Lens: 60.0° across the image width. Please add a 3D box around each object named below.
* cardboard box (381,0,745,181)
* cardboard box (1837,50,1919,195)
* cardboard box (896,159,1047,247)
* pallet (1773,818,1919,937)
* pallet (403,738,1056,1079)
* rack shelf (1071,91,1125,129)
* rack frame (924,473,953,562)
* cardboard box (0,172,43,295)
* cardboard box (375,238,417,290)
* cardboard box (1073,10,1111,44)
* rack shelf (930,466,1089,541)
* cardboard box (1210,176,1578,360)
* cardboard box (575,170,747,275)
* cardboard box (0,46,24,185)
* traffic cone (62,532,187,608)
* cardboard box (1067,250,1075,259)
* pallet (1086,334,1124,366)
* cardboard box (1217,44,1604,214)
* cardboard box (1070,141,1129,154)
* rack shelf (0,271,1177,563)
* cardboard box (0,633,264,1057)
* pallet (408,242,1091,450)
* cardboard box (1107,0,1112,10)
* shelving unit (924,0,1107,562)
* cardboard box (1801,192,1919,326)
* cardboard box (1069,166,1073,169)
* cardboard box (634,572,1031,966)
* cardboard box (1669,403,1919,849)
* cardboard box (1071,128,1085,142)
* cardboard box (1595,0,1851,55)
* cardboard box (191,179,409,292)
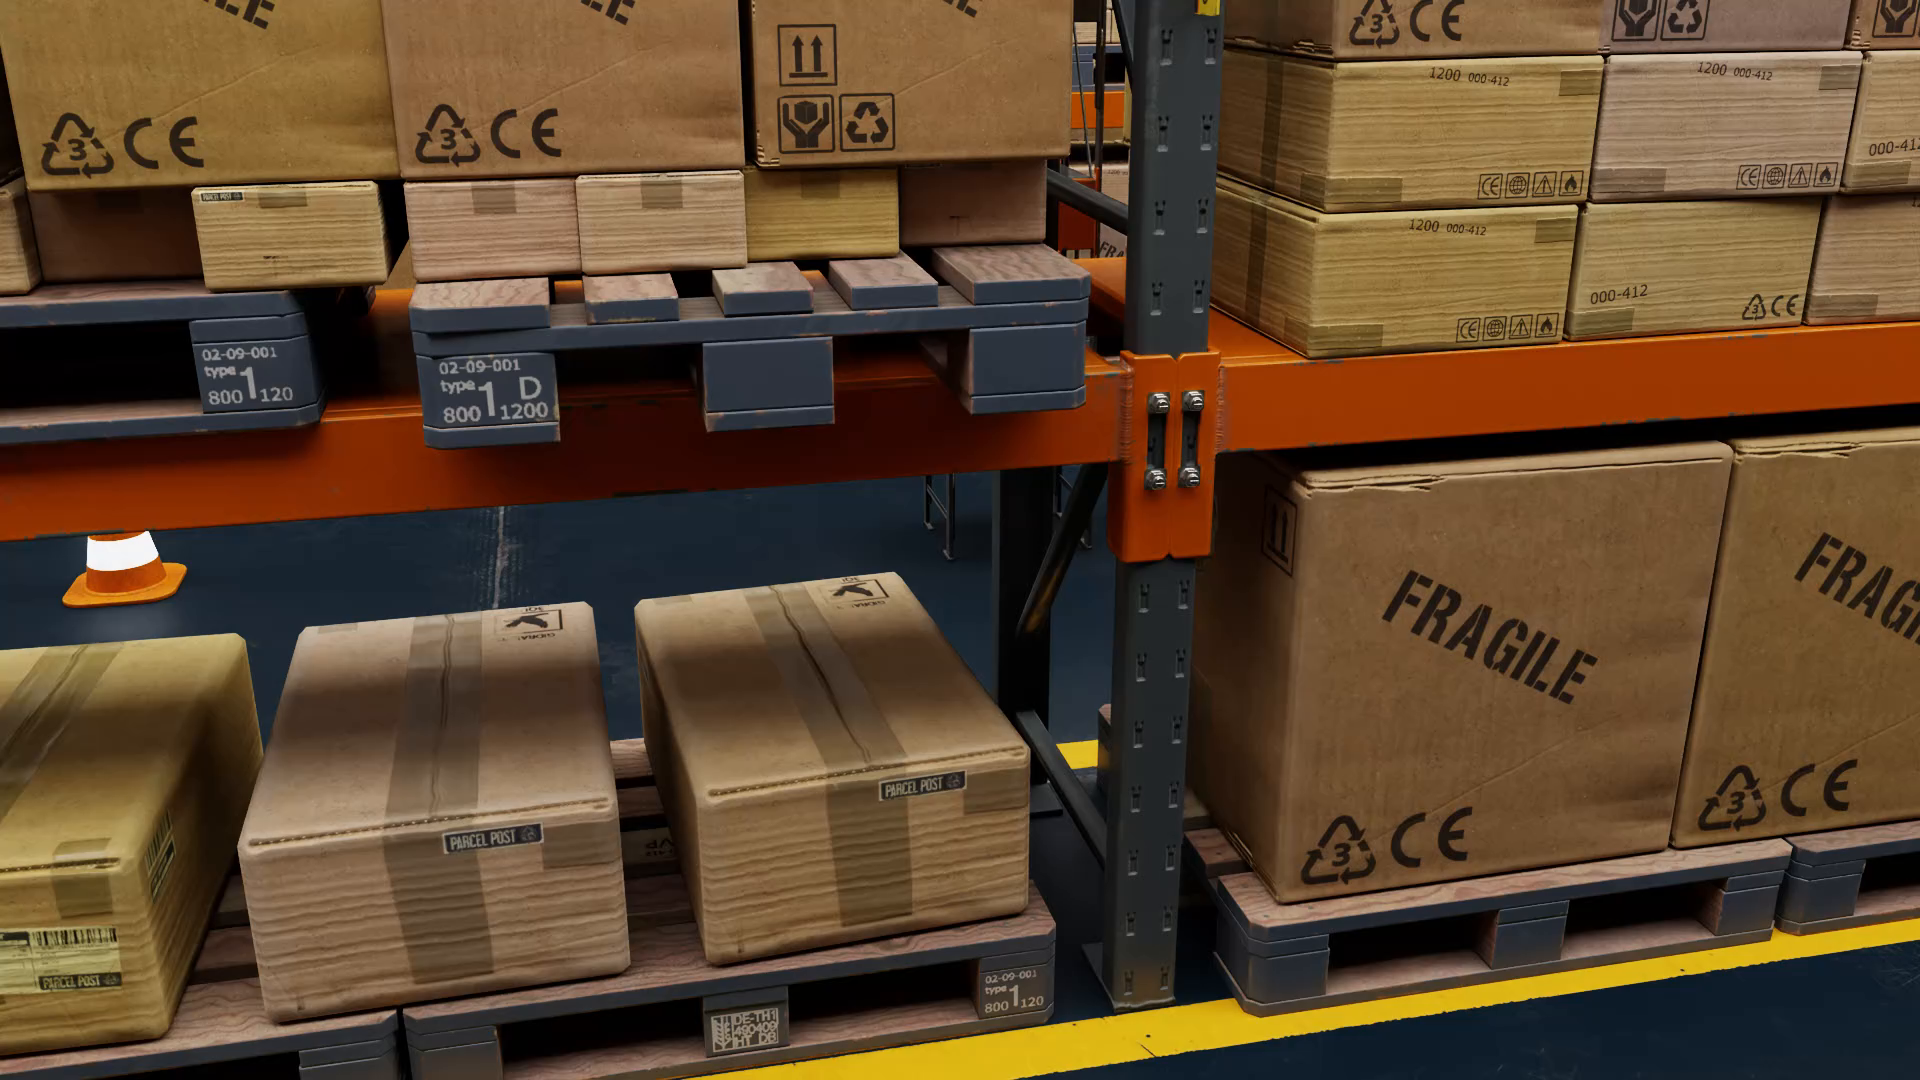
[{"bbox_3d":[-0.629,-0.858,2.609,0.500,0.500,0.500,-5,21,-13],"label":"cardboard box"},{"bbox_3d":[1.791,-0.846,3.254,0.500,0.250,0.500,-5,21,-13],"label":"cardboard box"},{"bbox_3d":[-0.015,-0.623,2.908,0.250,0.149,0.380,-4,20,-10],"label":"cardboard box"},{"bbox_3d":[2.220,0.529,4.065,1.213,0.211,1.003,-5,21,-12],"label":"pallet"},{"bbox_3d":[-0.511,0.722,3.535,1.213,0.211,1.003,-5,21,-12],"label":"pallet"},{"bbox_3d":[0.959,-2.118,8.281,4.000,0.370,1.077,-5,21,-12],"label":"rack shelf"},{"bbox_3d":[-0.076,-0.980,5.436,0.015,2.100,0.400,-5,21,-12],"label":"rack frame"},{"bbox_3d":[-1.504,-0.474,2.501,0.250,0.149,0.380,-5,21,-14],"label":"cardboard box"},{"bbox_3d":[-2.451,-1.350,7.798,0.750,0.750,1.050,-4,21,-12],"label":"cardboard box"},{"bbox_3d":[0.539,-2.431,7.844,0.250,0.149,0.380,-4,20,-11],"label":"cardboard box"},{"bbox_3d":[0.161,-0.329,5.735,0.480,0.518,0.431,-5,21,-12],"label":"rack shelf"},{"bbox_3d":[0.784,-0.532,3.125,0.500,0.250,0.500,-5,21,-13],"label":"cardboard box"},{"bbox_3d":[-0.494,-0.542,2.689,0.250,0.149,0.380,-5,21,-13],"label":"cardboard box"},{"bbox_3d":[-1.651,-0.775,2.381,0.500,0.500,0.500,-6,21,-15],"label":"cardboard box"},{"bbox_3d":[-2.706,-0.065,5.319,0.334,0.463,0.336,-5,21,-12],"label":"traffic cone"},{"bbox_3d":[0.248,-1.332,8.114,0.500,0.500,0.500,-4,21,-12],"label":"cardboard box"},{"bbox_3d":[0.959,-1.145,8.632,1.213,0.211,1.003,-5,21,-12],"label":"pallet"},{"bbox_3d":[0.800,-0.770,3.047,0.500,0.250,0.500,-5,21,-13],"label":"cardboard box"},{"bbox_3d":[0.605,-1.893,8.555,0.500,0.250,0.500,-4,21,-11],"label":"cardboard box"},{"bbox_3d":[-1.696,-0.152,2.915,4.000,0.370,1.077,-5,21,-12],"label":"rack shelf"},{"bbox_3d":[-1.758,0.549,3.165,0.625,0.372,0.950,-4,20,-11],"label":"cardboard box"},{"bbox_3d":[-0.419,-0.466,3.005,1.003,0.211,1.213,-5,21,-12],"label":"pallet"},{"bbox_3d":[0.540,-2.571,7.794,0.250,0.149,0.380,-5,21,-12],"label":"cardboard box"},{"bbox_3d":[0.161,-0.999,5.489,0.503,2.100,0.431,-5,21,-12],"label":"shelving unit"},{"bbox_3d":[1.792,-0.618,3.360,0.500,0.250,0.500,-4,20,-11],"label":"cardboard box"},{"bbox_3d":[0.233,-1.686,7.991,0.500,0.250,0.500,-5,21,-13],"label":"cardboard box"},{"bbox_3d":[-0.302,0.430,3.490,0.625,0.372,0.950,-6,21,-16],"label":"cardboard box"},{"bbox_3d":[1.810,0.056,3.779,0.875,0.875,0.875,-4,21,-12],"label":"cardboard box"},{"bbox_3d":[0.375,-3.353,13.086,0.875,0.875,1.225,-5,21,-14],"label":"cardboard box"},{"bbox_3d":[1.267,-1.164,3.033,0.500,0.500,0.500,-5,21,-12],"label":"cardboard box"},{"bbox_3d":[-1.005,-0.499,2.570,0.250,0.149,0.380,-4,21,-12],"label":"cardboard box"}]
